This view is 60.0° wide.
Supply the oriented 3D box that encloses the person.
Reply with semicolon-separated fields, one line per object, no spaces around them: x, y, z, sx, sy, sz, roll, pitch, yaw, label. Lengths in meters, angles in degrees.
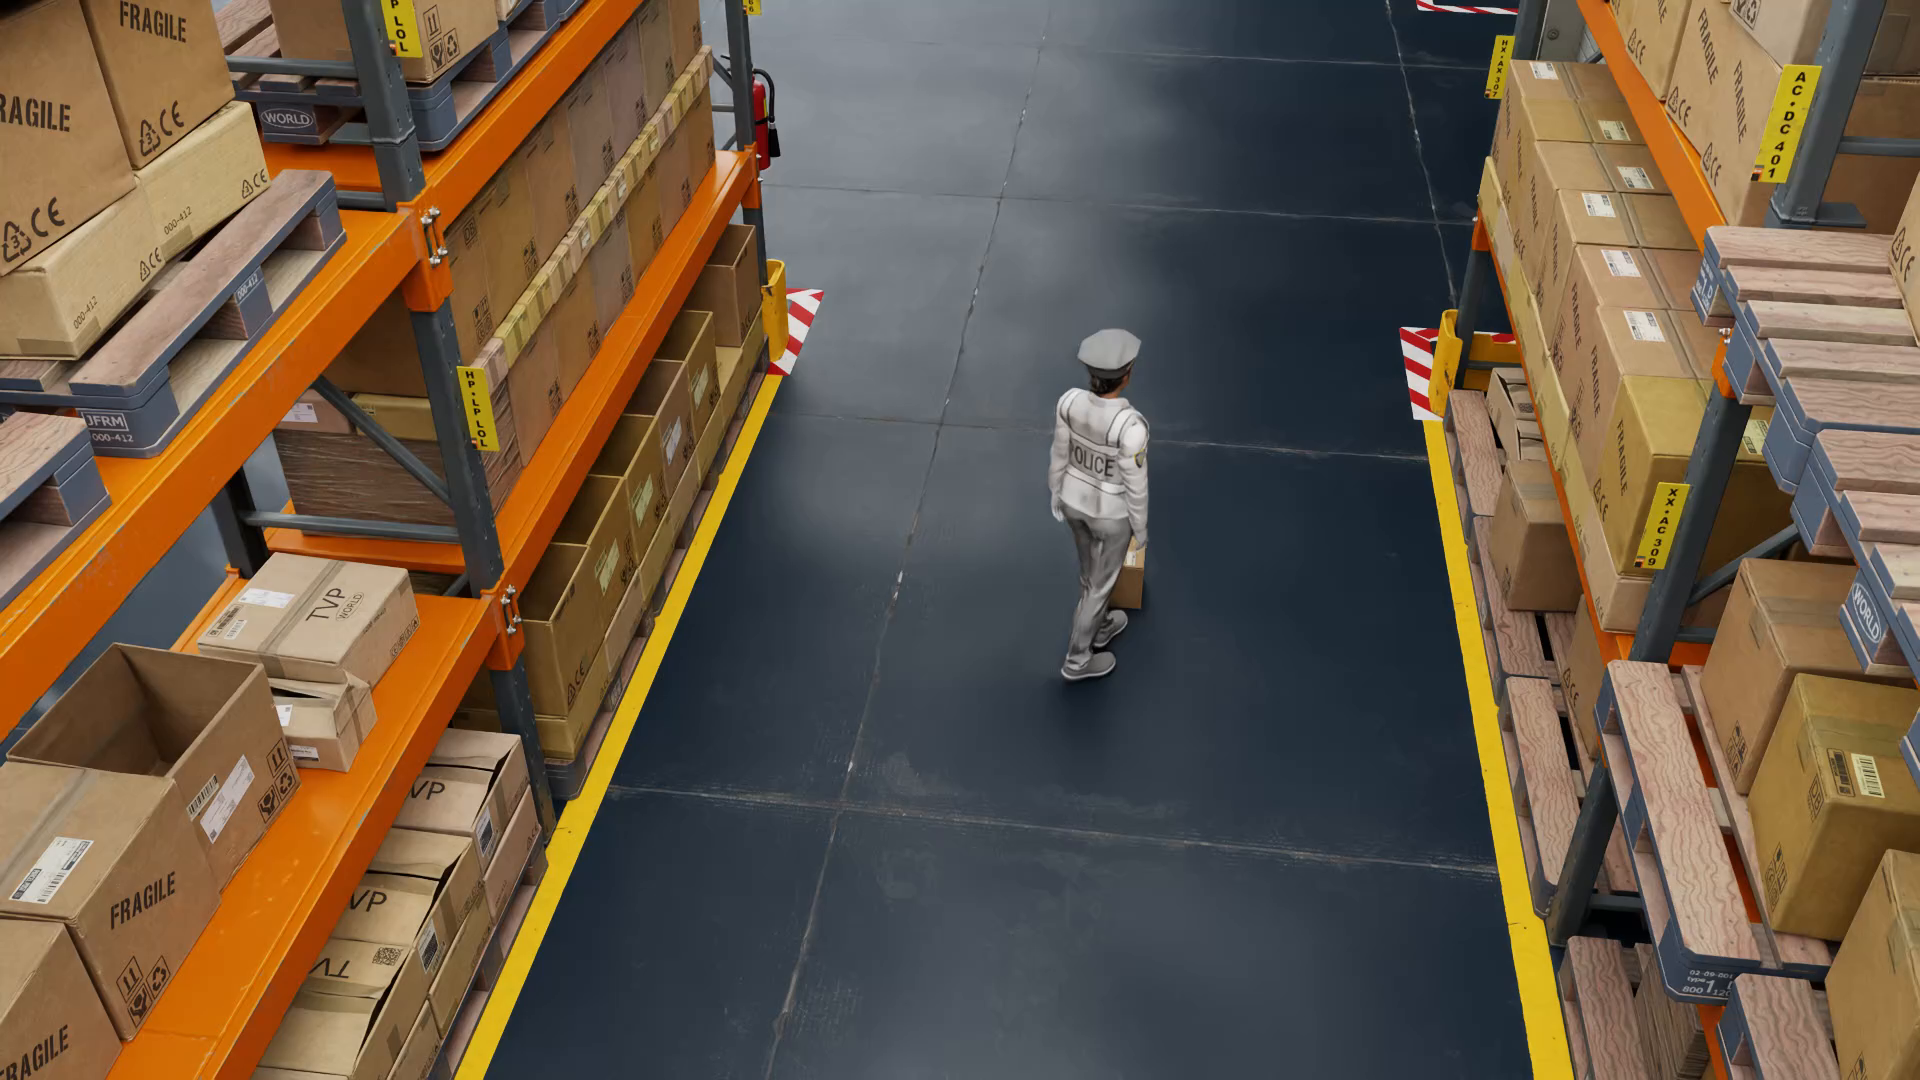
0.627;-0.160;7.234;0.500;1.669;0.560;29;45;33;person
